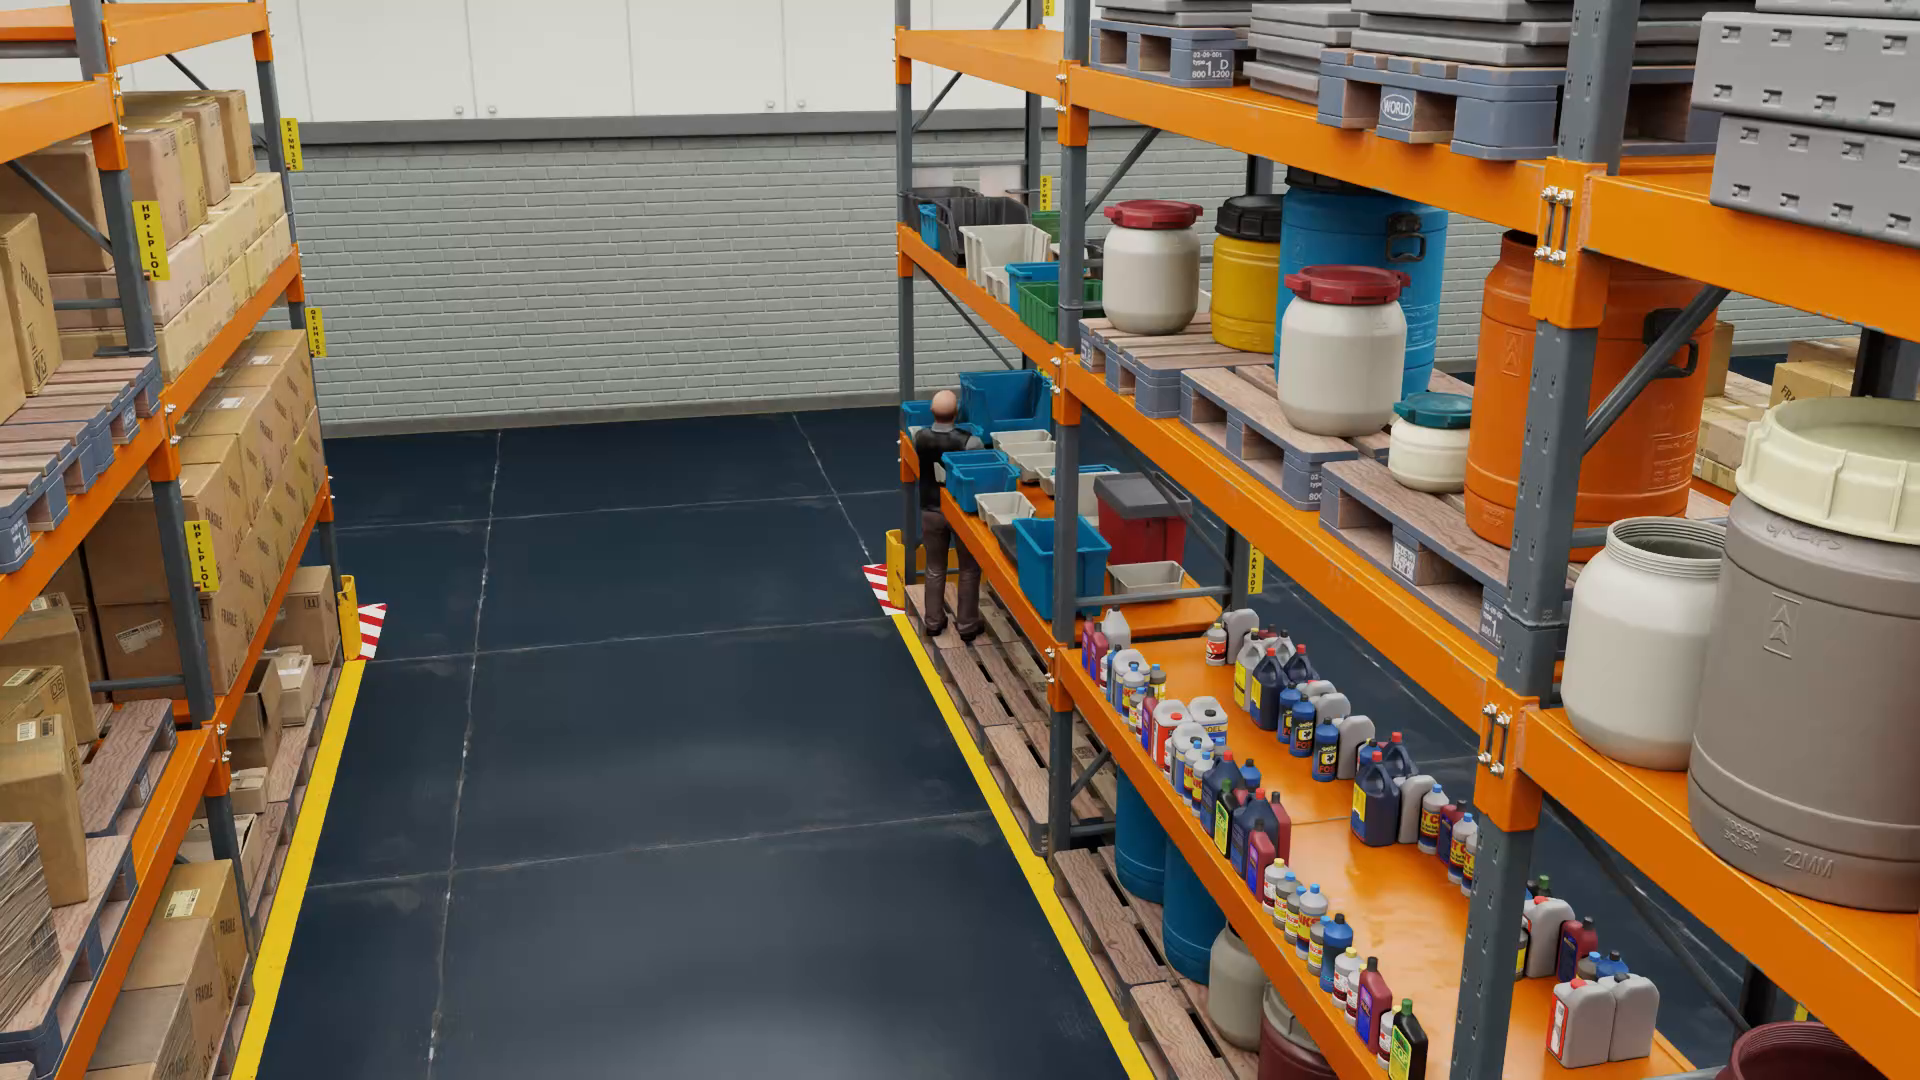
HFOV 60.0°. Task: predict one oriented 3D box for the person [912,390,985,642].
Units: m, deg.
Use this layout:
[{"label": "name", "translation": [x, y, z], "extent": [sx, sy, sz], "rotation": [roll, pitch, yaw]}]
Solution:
[{"label": "person", "translation": [-0.039, -0.163, 11.149], "extent": [0.494, 1.632, 0.550], "rotation": [7, 20, 19]}]
